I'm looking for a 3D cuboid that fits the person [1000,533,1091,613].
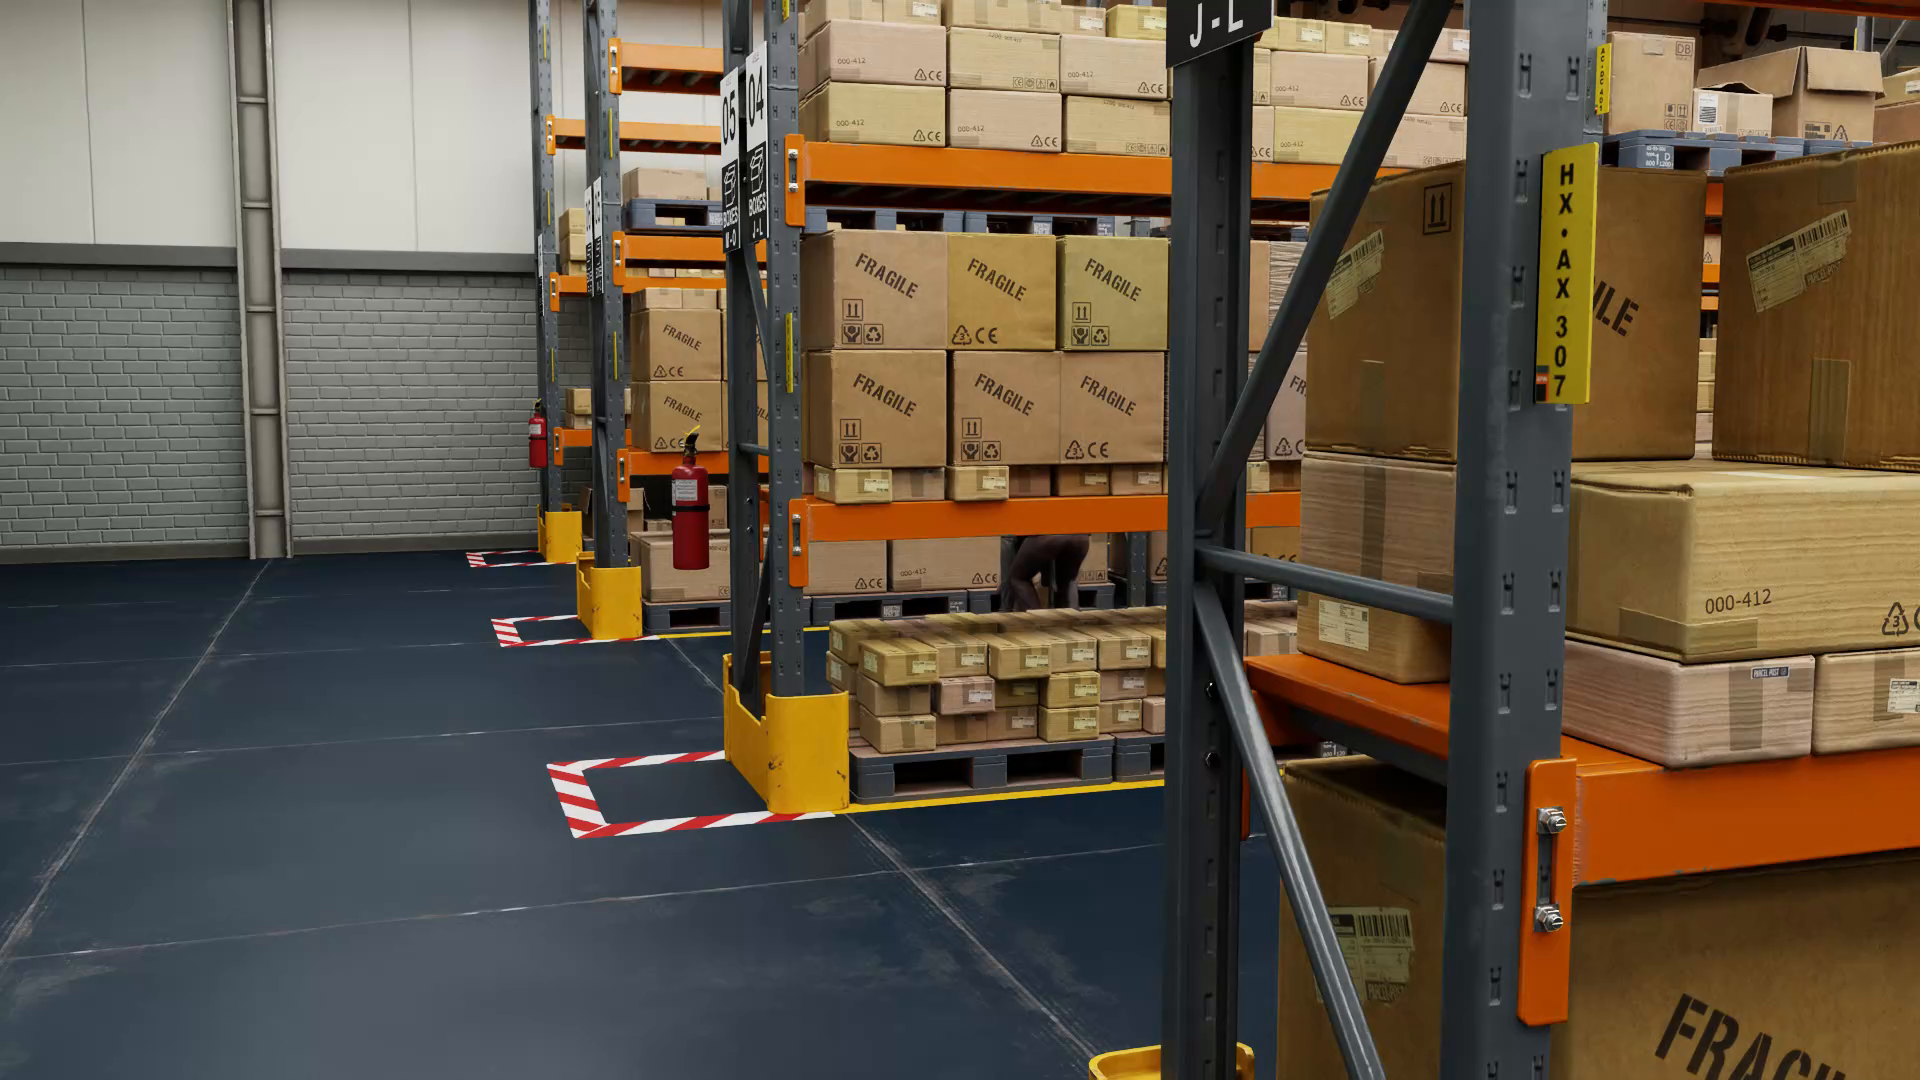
[{"bbox_3d":[0.558,0.197,11.518,0.490,1.015,0.948,-2,6,-22],"label":"person"}]
